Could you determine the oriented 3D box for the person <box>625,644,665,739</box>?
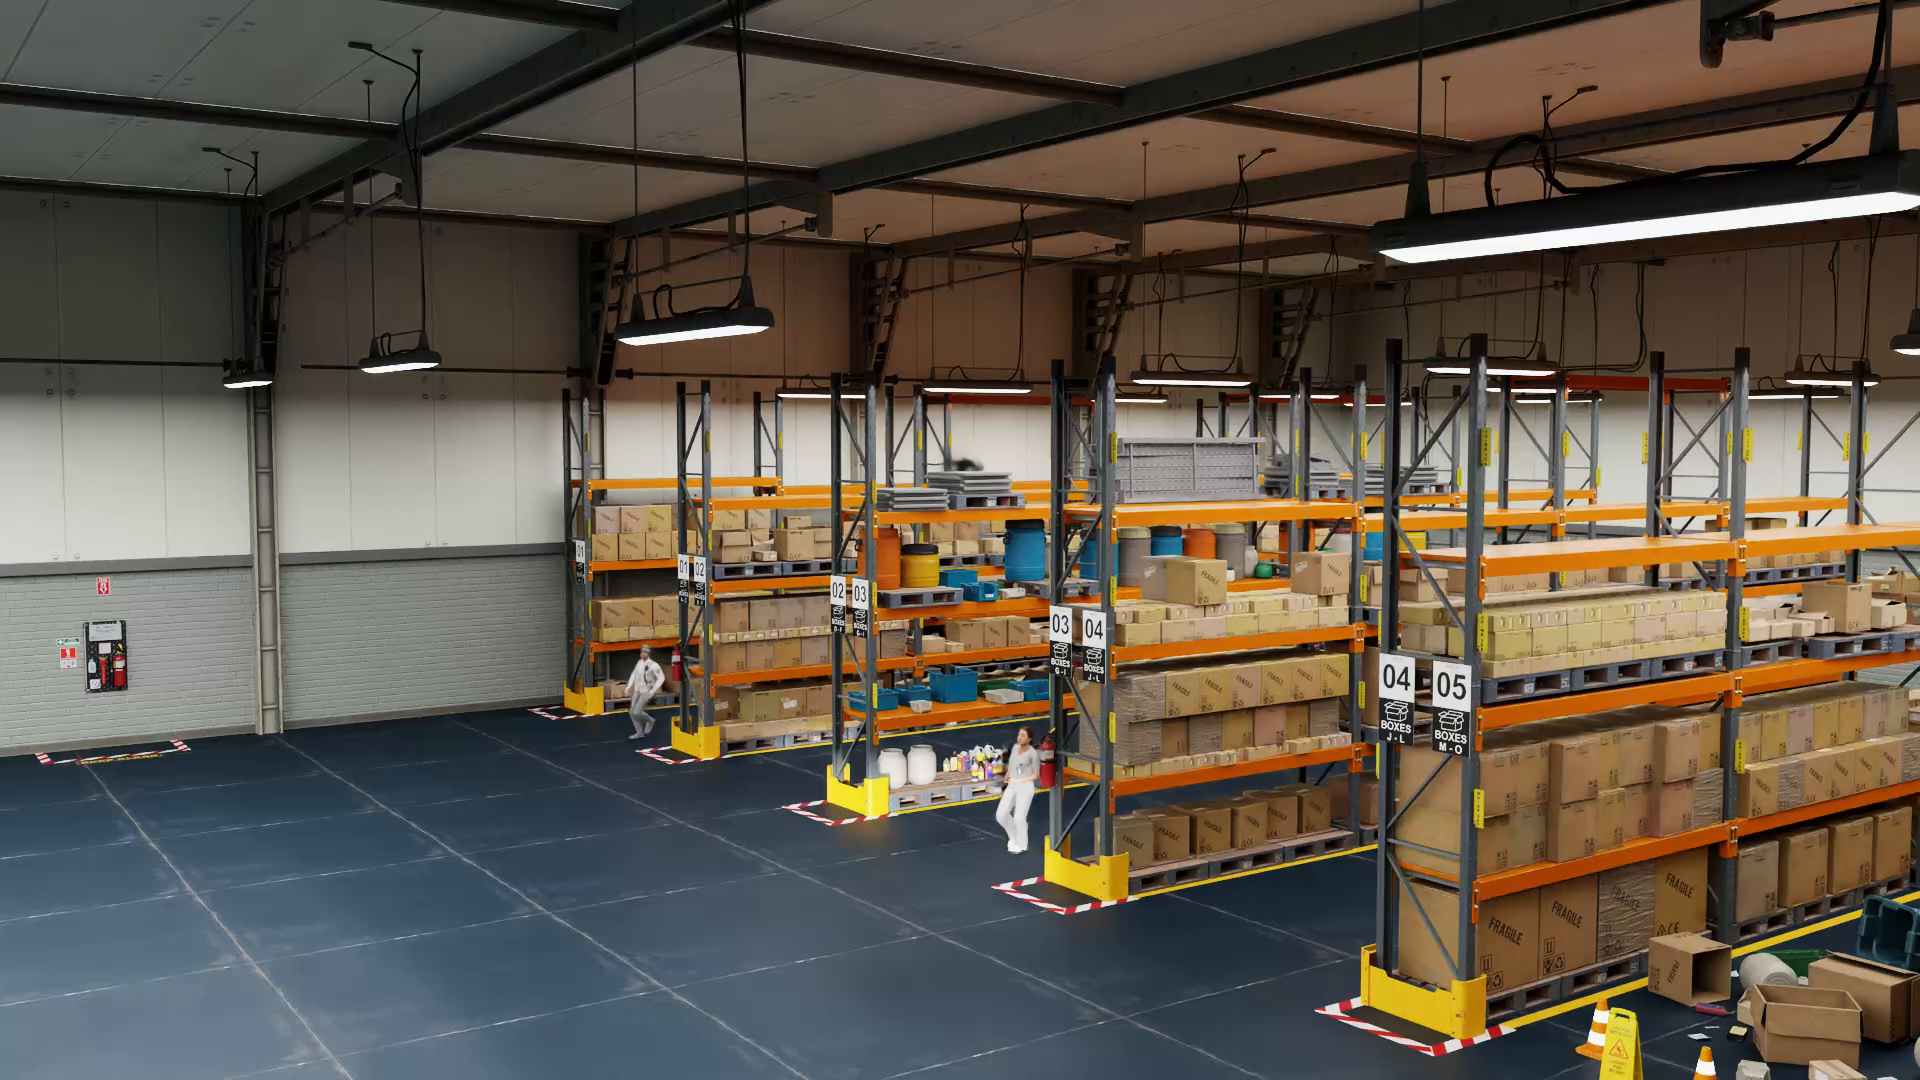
[{"bbox_3d":[-5.328,2.558,27.971,0.674,1.634,0.473,3,5,36],"label":"person"}]

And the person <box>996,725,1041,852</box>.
[{"bbox_3d":[0.760,3.048,20.272,0.570,1.612,0.567,3,5,38],"label":"person"}]
